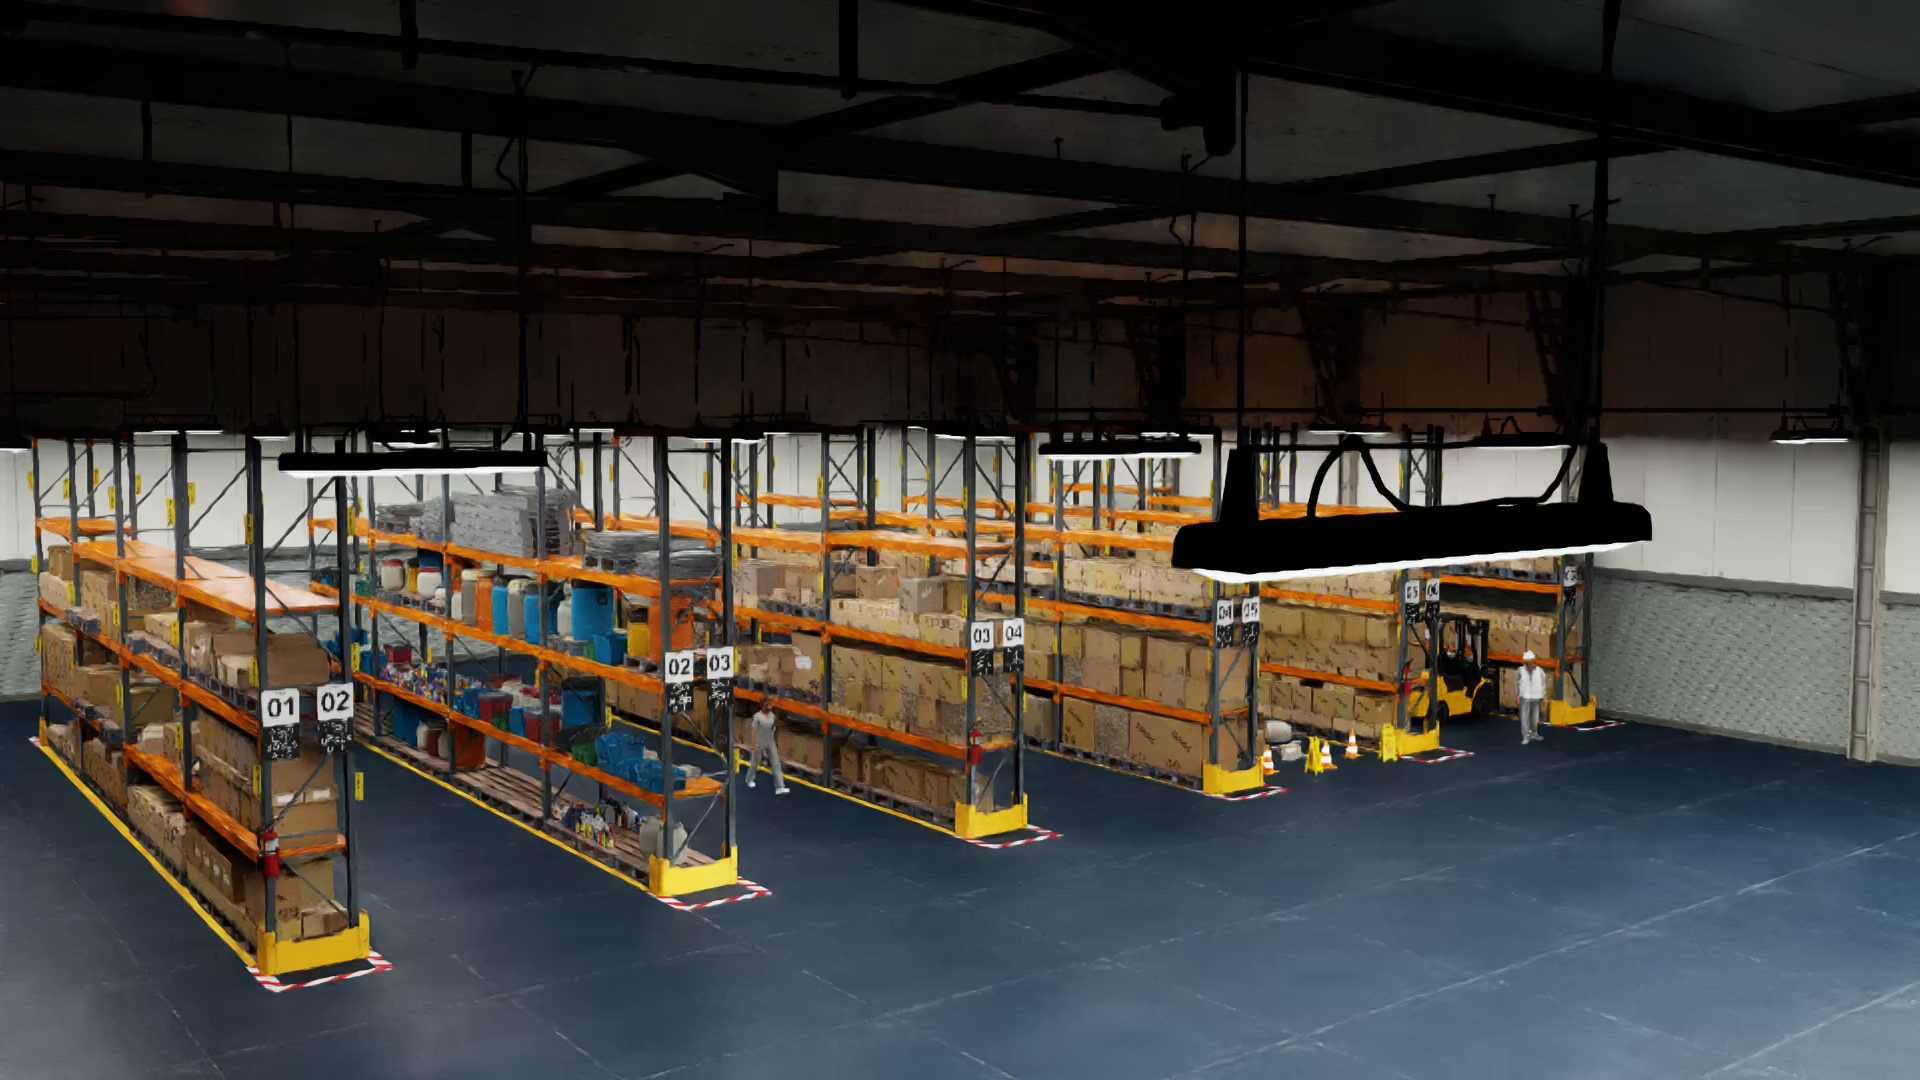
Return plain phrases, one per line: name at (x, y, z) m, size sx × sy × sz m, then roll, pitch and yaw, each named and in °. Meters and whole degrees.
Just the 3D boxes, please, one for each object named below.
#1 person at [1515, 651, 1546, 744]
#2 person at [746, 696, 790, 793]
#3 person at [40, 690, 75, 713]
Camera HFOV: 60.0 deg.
person at (10.853, 2.973, 31.665) m, size 0.560 × 1.765 × 0.590 m, roll 1°, pitch 5°, yaw 12°
person at (-3.234, 3.363, 27.480) m, size 0.446 × 1.590 × 1.109 m, roll -3°, pitch 5°, yaw -34°
person at (-18.785, 2.757, 34.628) m, size 0.823 × 1.697 × 0.714 m, roll 3°, pitch 6°, yaw 36°
